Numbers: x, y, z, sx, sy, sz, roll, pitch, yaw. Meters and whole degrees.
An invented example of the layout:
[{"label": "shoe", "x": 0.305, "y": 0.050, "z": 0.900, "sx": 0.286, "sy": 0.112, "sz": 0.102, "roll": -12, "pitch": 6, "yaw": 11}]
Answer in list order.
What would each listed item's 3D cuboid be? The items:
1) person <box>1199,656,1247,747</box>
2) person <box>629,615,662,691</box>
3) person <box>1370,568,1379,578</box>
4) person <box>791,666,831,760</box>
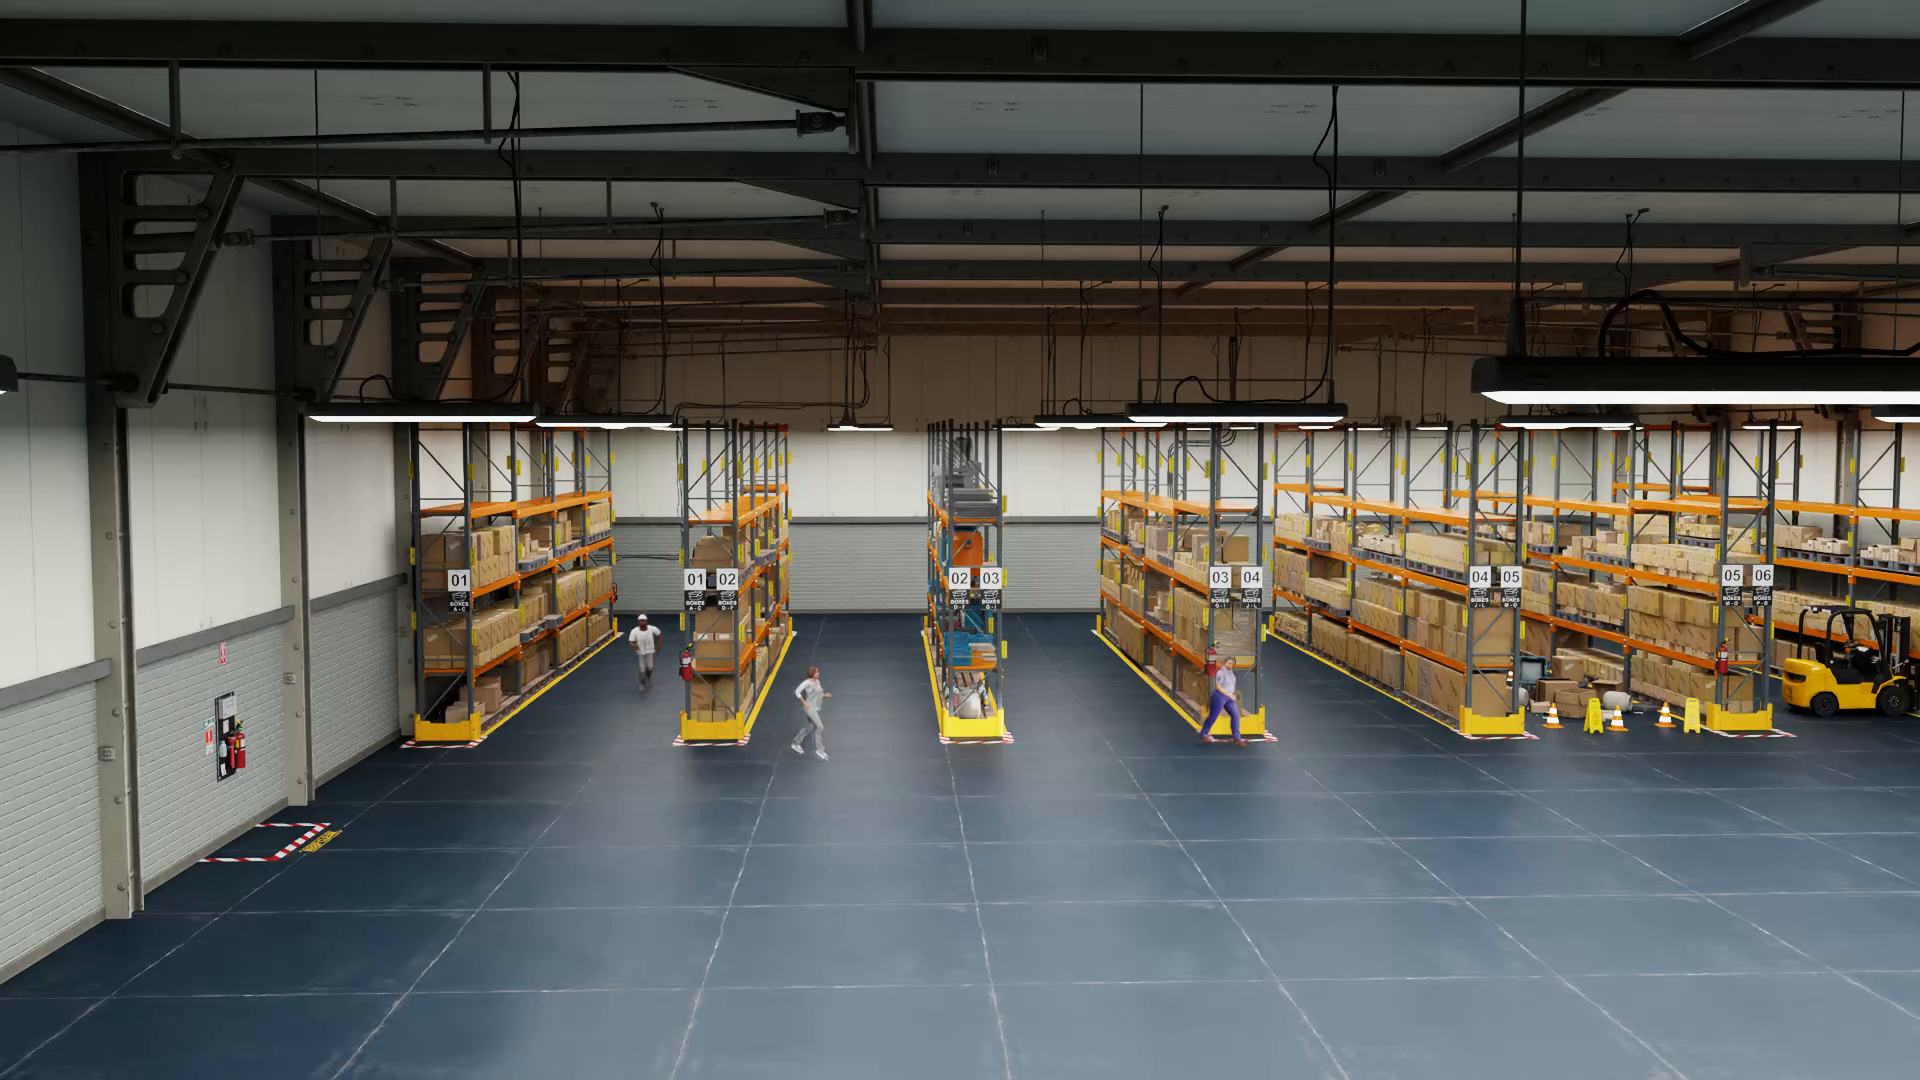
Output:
[{"label": "person", "x": 4.807, "y": 2.921, "z": 30.333, "sx": 0.883, "sy": 1.641, "sz": 0.530, "roll": 4, "pitch": 5, "yaw": 44}, {"label": "person", "x": -6.944, "y": 2.501, "z": 36.734, "sx": 0.723, "sy": 1.716, "sz": 0.751, "roll": -1, "pitch": 4, "yaw": -9}, {"label": "person", "x": 12.459, "y": 1.675, "z": 50.074, "sx": 0.772, "sy": 1.758, "sz": 0.546, "roll": -1, "pitch": 4, "yaw": -19}, {"label": "person", "x": -2.638, "y": 3.039, "z": 29.366, "sx": 0.755, "sy": 1.643, "sz": 0.527, "roll": 1, "pitch": 4, "yaw": 15}]
